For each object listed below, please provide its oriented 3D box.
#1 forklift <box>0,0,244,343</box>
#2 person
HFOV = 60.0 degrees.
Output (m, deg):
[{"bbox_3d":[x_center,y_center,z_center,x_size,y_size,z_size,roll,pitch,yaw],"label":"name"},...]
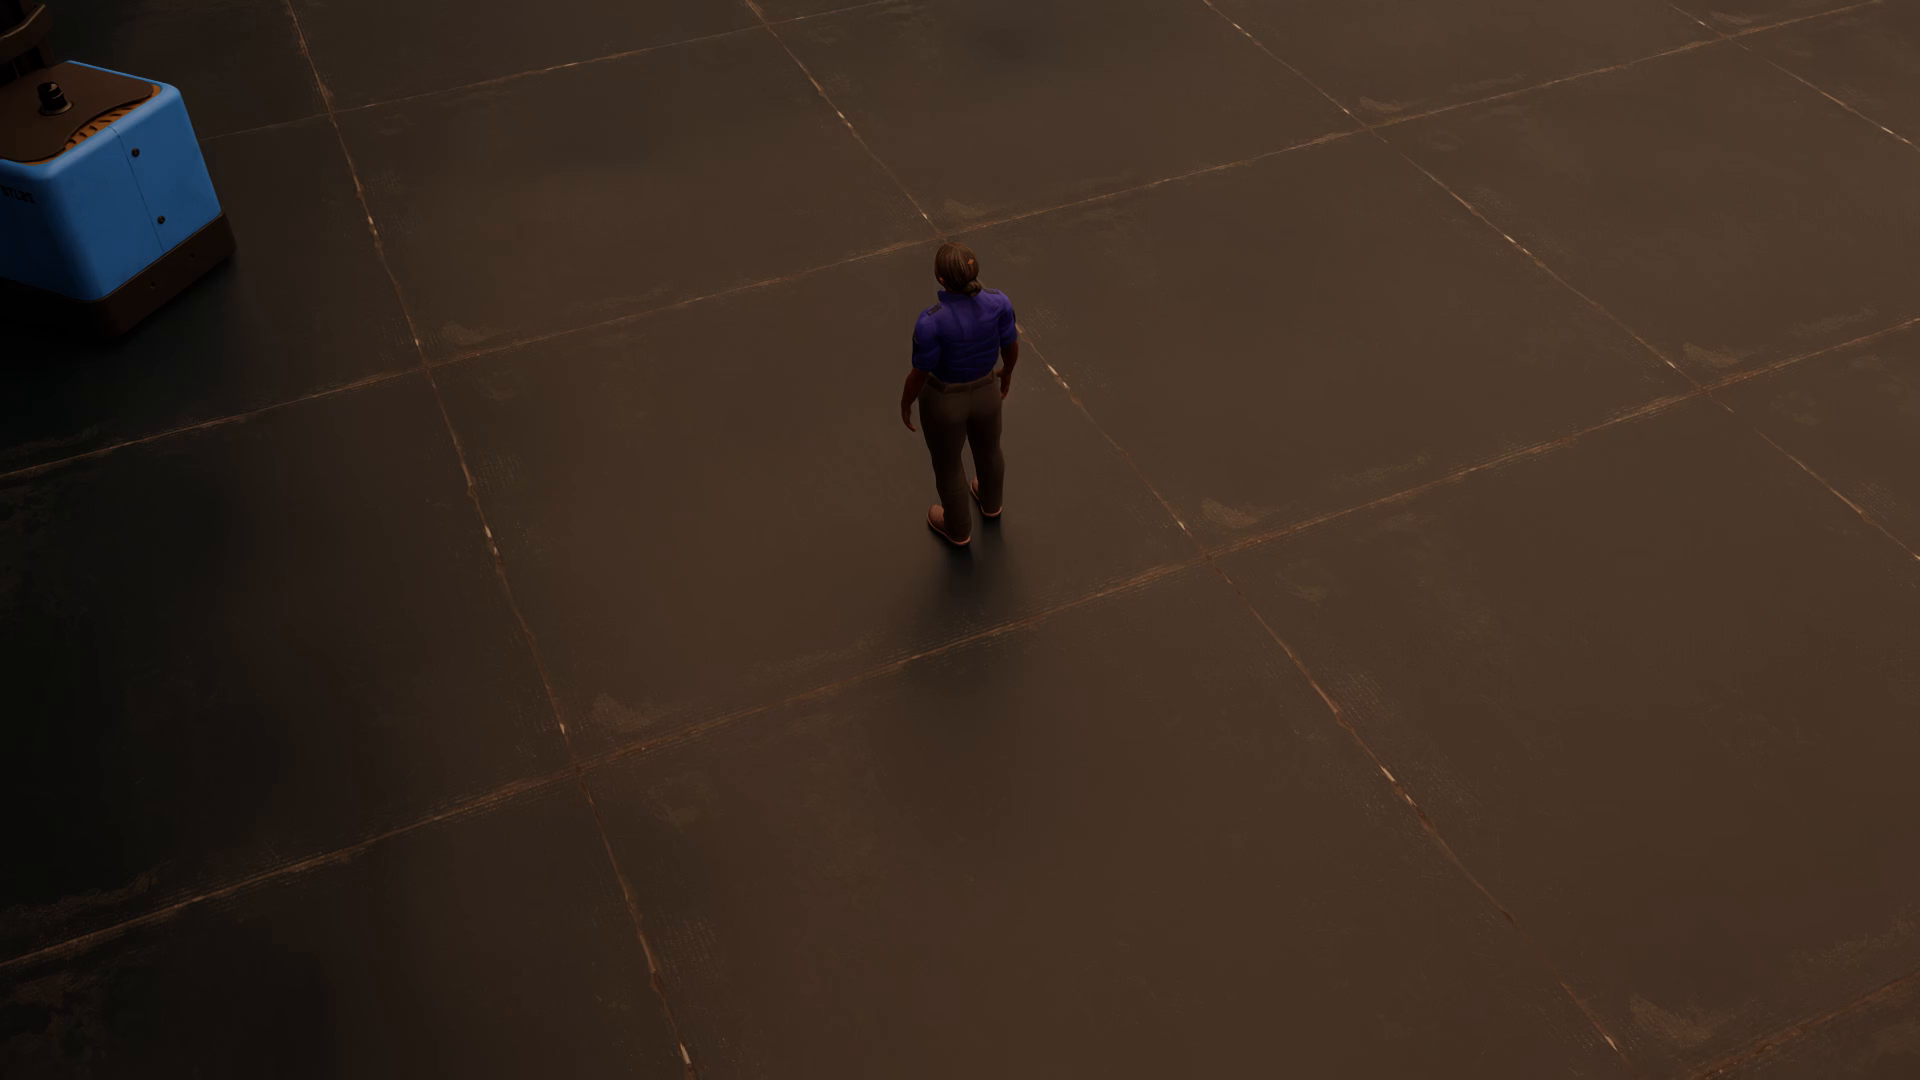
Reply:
[{"bbox_3d":[-5.657,-2.785,8.665,3.031,2.935,1.130,16,45,17],"label":"forklift"},{"bbox_3d":[-0.019,-0.671,7.323,0.569,1.656,0.503,-18,46,-18],"label":"person"}]
